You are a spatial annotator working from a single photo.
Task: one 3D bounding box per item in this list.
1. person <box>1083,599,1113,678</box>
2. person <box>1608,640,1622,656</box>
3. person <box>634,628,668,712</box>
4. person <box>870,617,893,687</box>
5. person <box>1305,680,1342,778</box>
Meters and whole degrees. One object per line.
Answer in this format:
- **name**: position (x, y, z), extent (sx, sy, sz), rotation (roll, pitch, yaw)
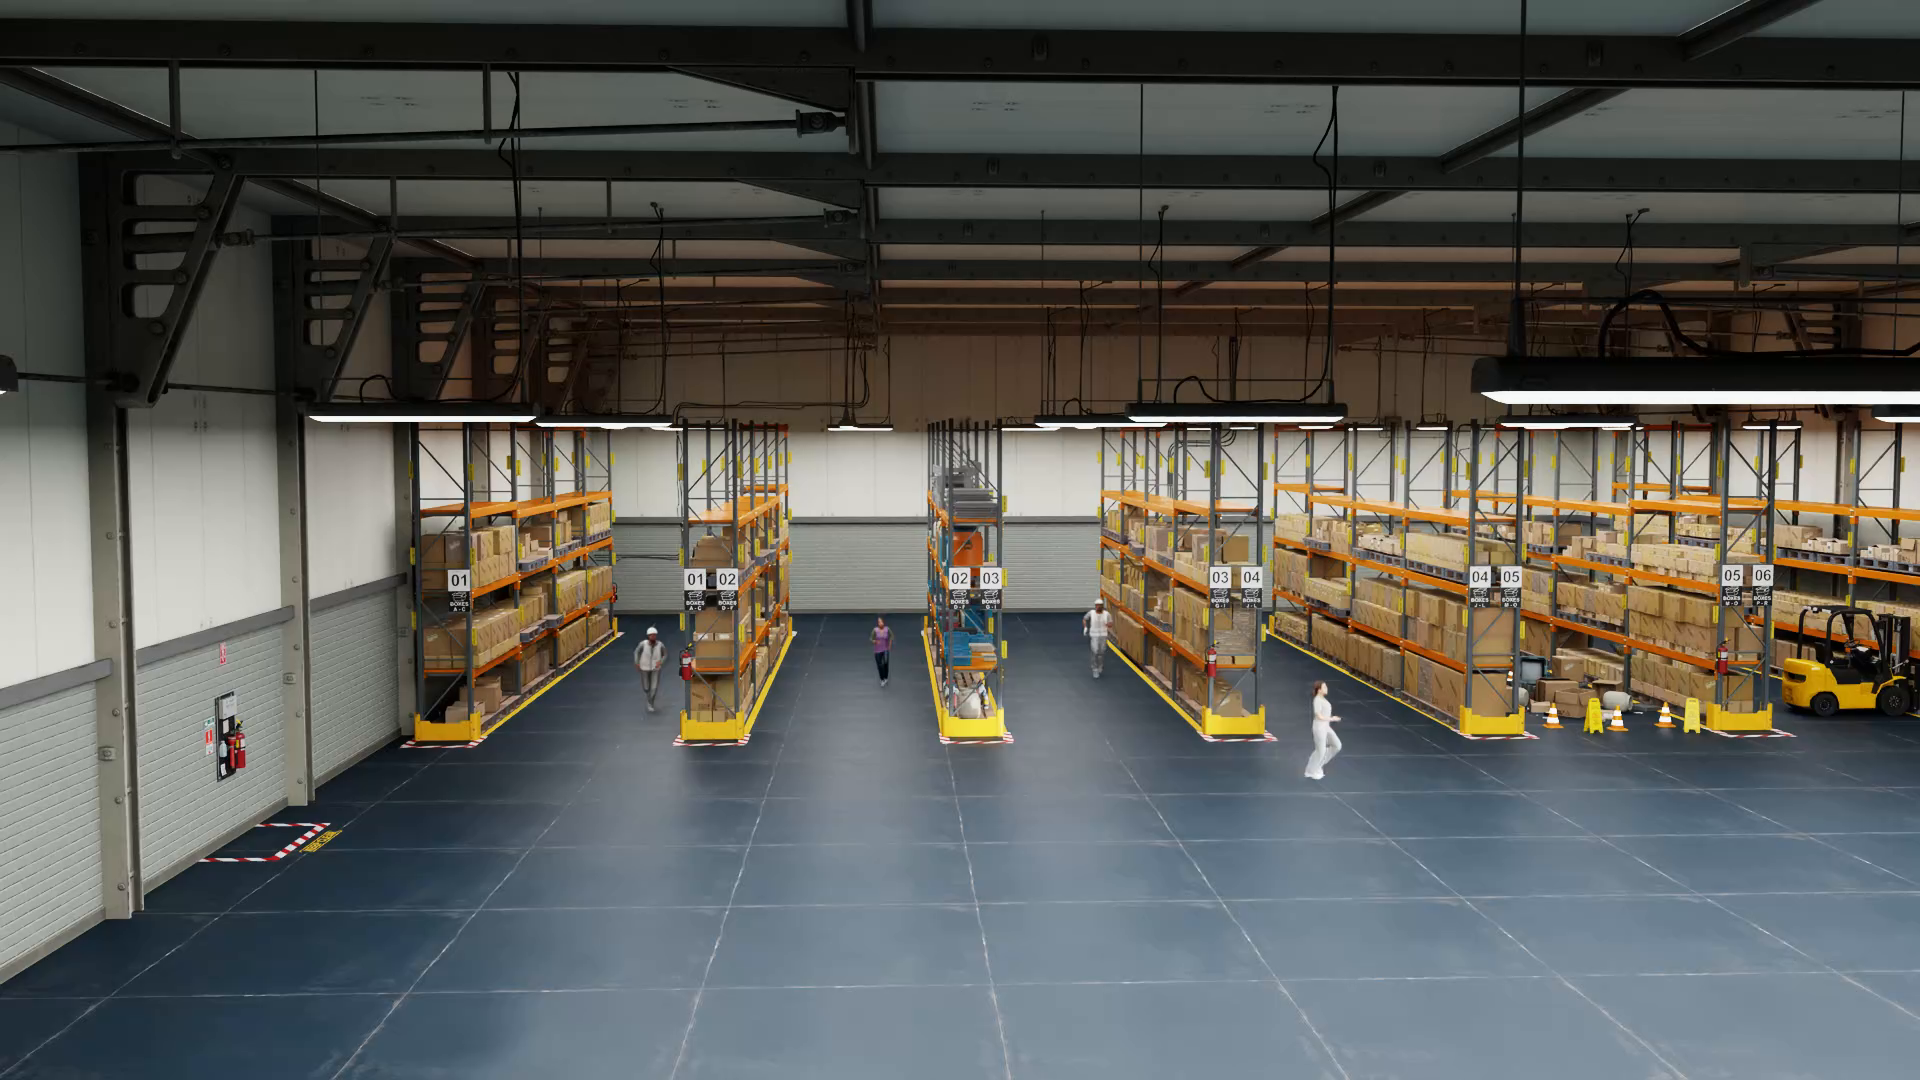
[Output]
- **person**: position (3.273, 2.310, 39.314), extent (0.665, 1.846, 0.804), rotation (0, 4, -6)
- **person**: position (16.550, 2.190, 41.722), extent (0.686, 1.722, 0.589), rotation (0, 4, 0)
- **person**: position (-6.413, 2.671, 34.513), extent (0.687, 1.735, 0.700), rotation (-1, 4, -10)
- **person**: position (-1.772, 2.523, 37.534), extent (0.526, 1.565, 0.681), rotation (0, 4, -1)
- **person**: position (6.009, 3.132, 27.500), extent (0.604, 1.632, 0.537), rotation (2, 4, 28)
